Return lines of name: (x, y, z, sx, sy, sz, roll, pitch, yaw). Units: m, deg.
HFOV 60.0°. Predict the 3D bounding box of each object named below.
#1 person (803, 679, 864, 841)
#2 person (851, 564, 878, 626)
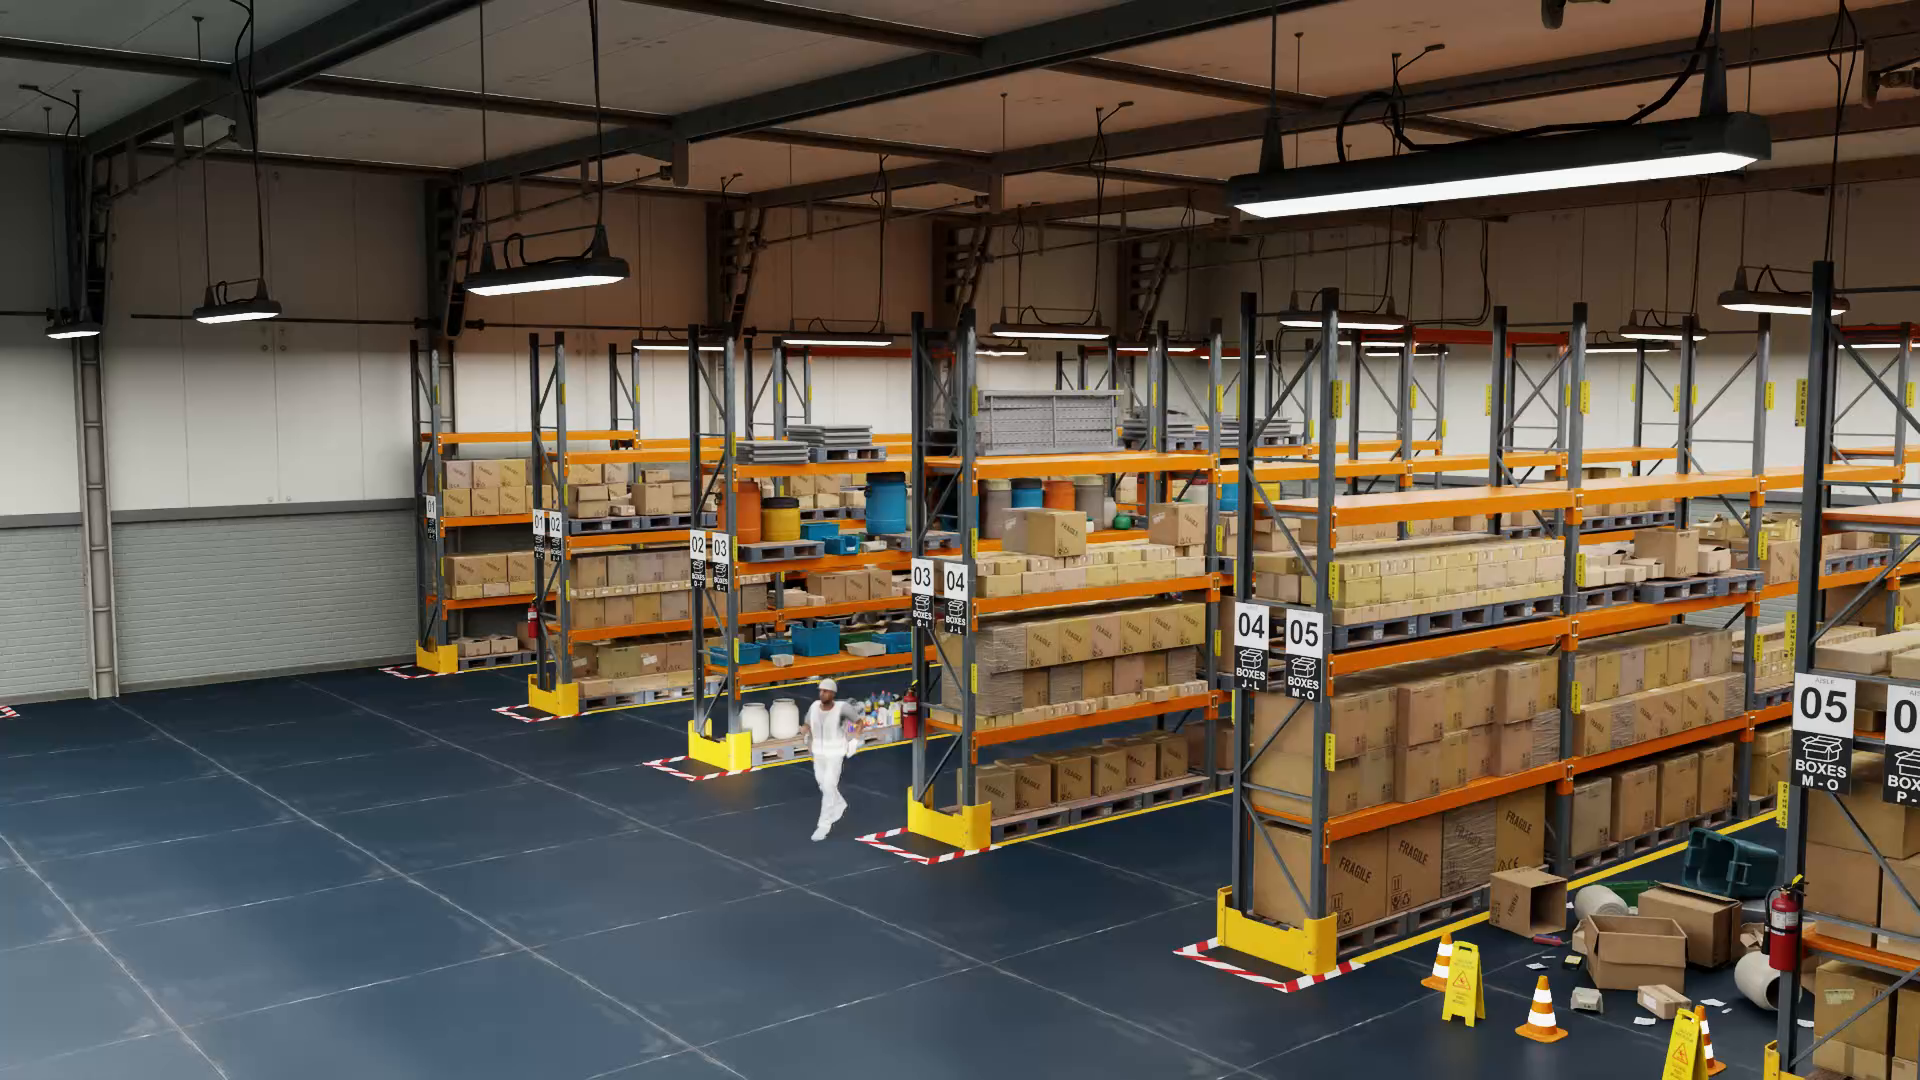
person: (-1.499, 2.491, 19.251, 0.707, 1.805, 0.879, 3, 6, 28)
person: (-1.815, 1.306, 32.245, 0.706, 1.815, 0.638, -5, 7, -41)
